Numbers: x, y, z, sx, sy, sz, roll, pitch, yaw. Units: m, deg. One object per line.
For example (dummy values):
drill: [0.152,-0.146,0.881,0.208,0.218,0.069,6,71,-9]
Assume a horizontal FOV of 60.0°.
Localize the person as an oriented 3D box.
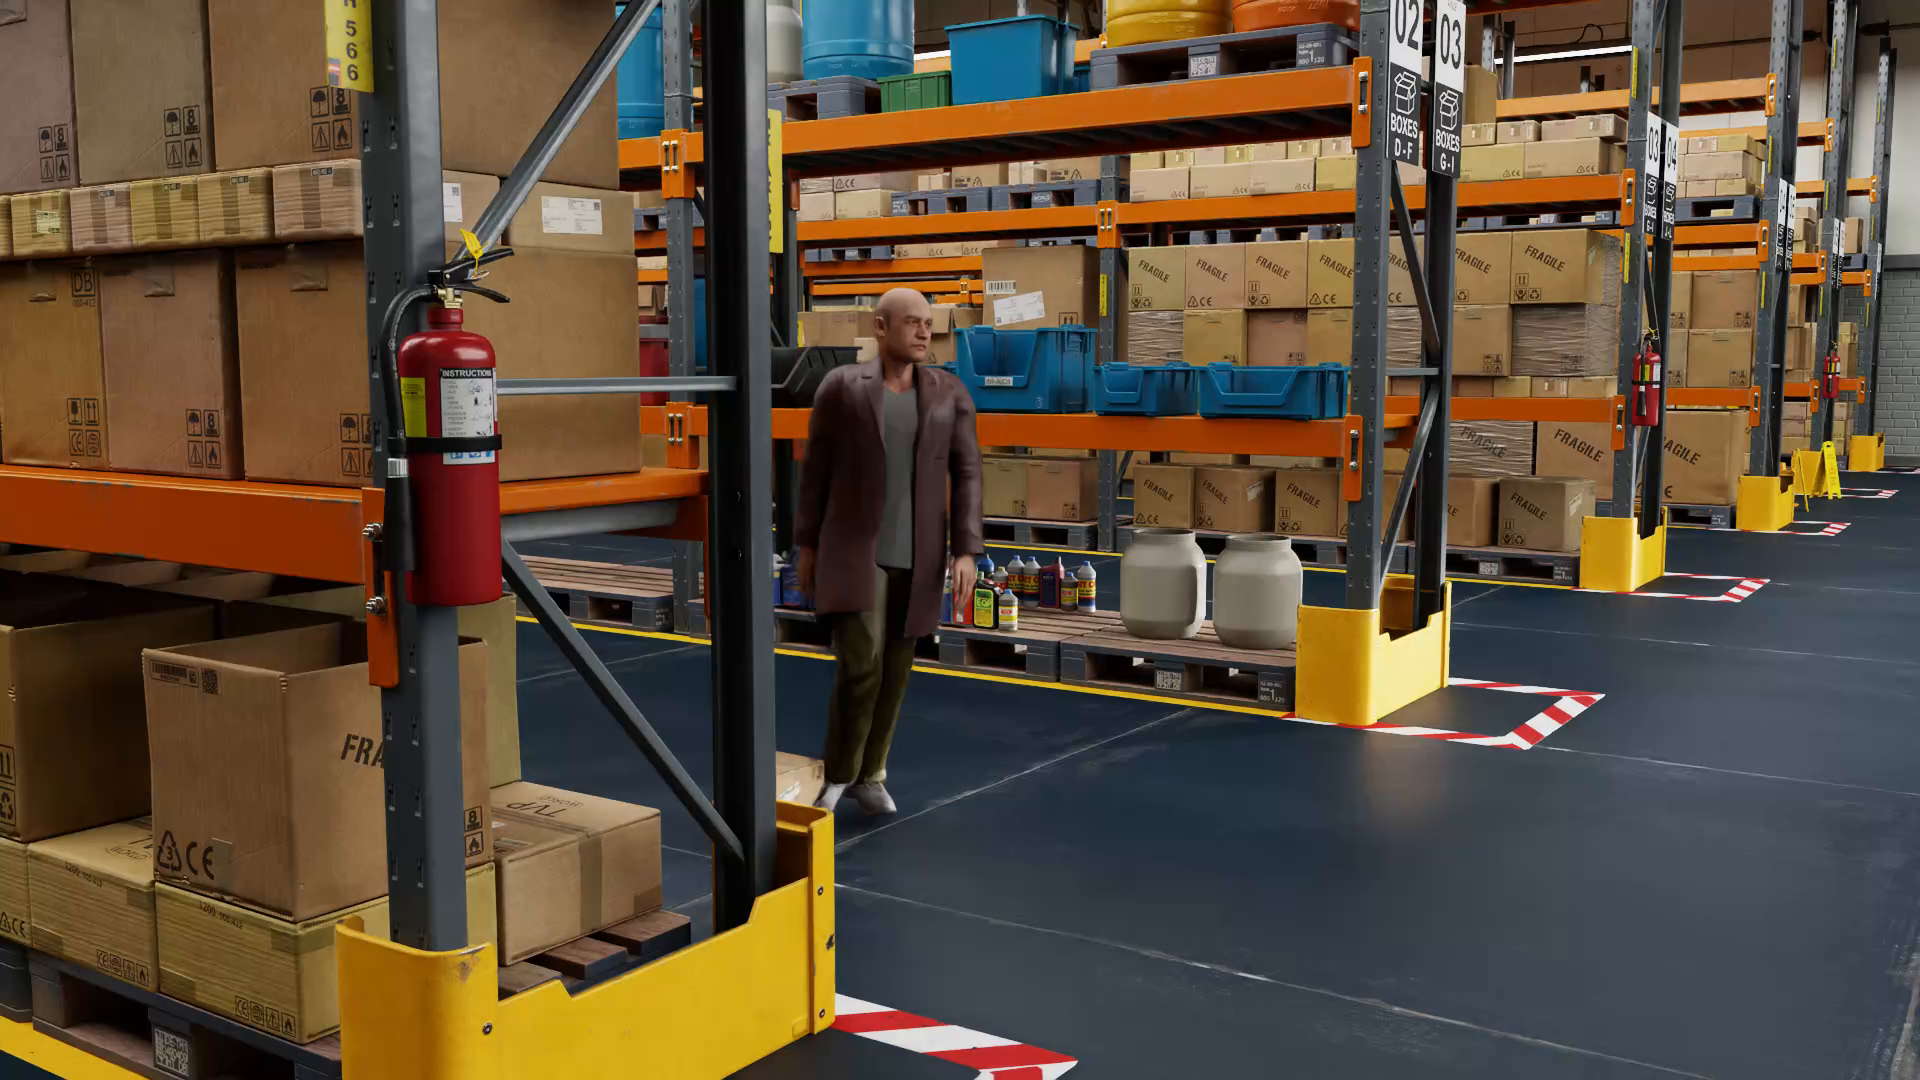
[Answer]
person: [-0.259,0.110,5.520,0.654,1.654,0.591,-2,7,-20]
